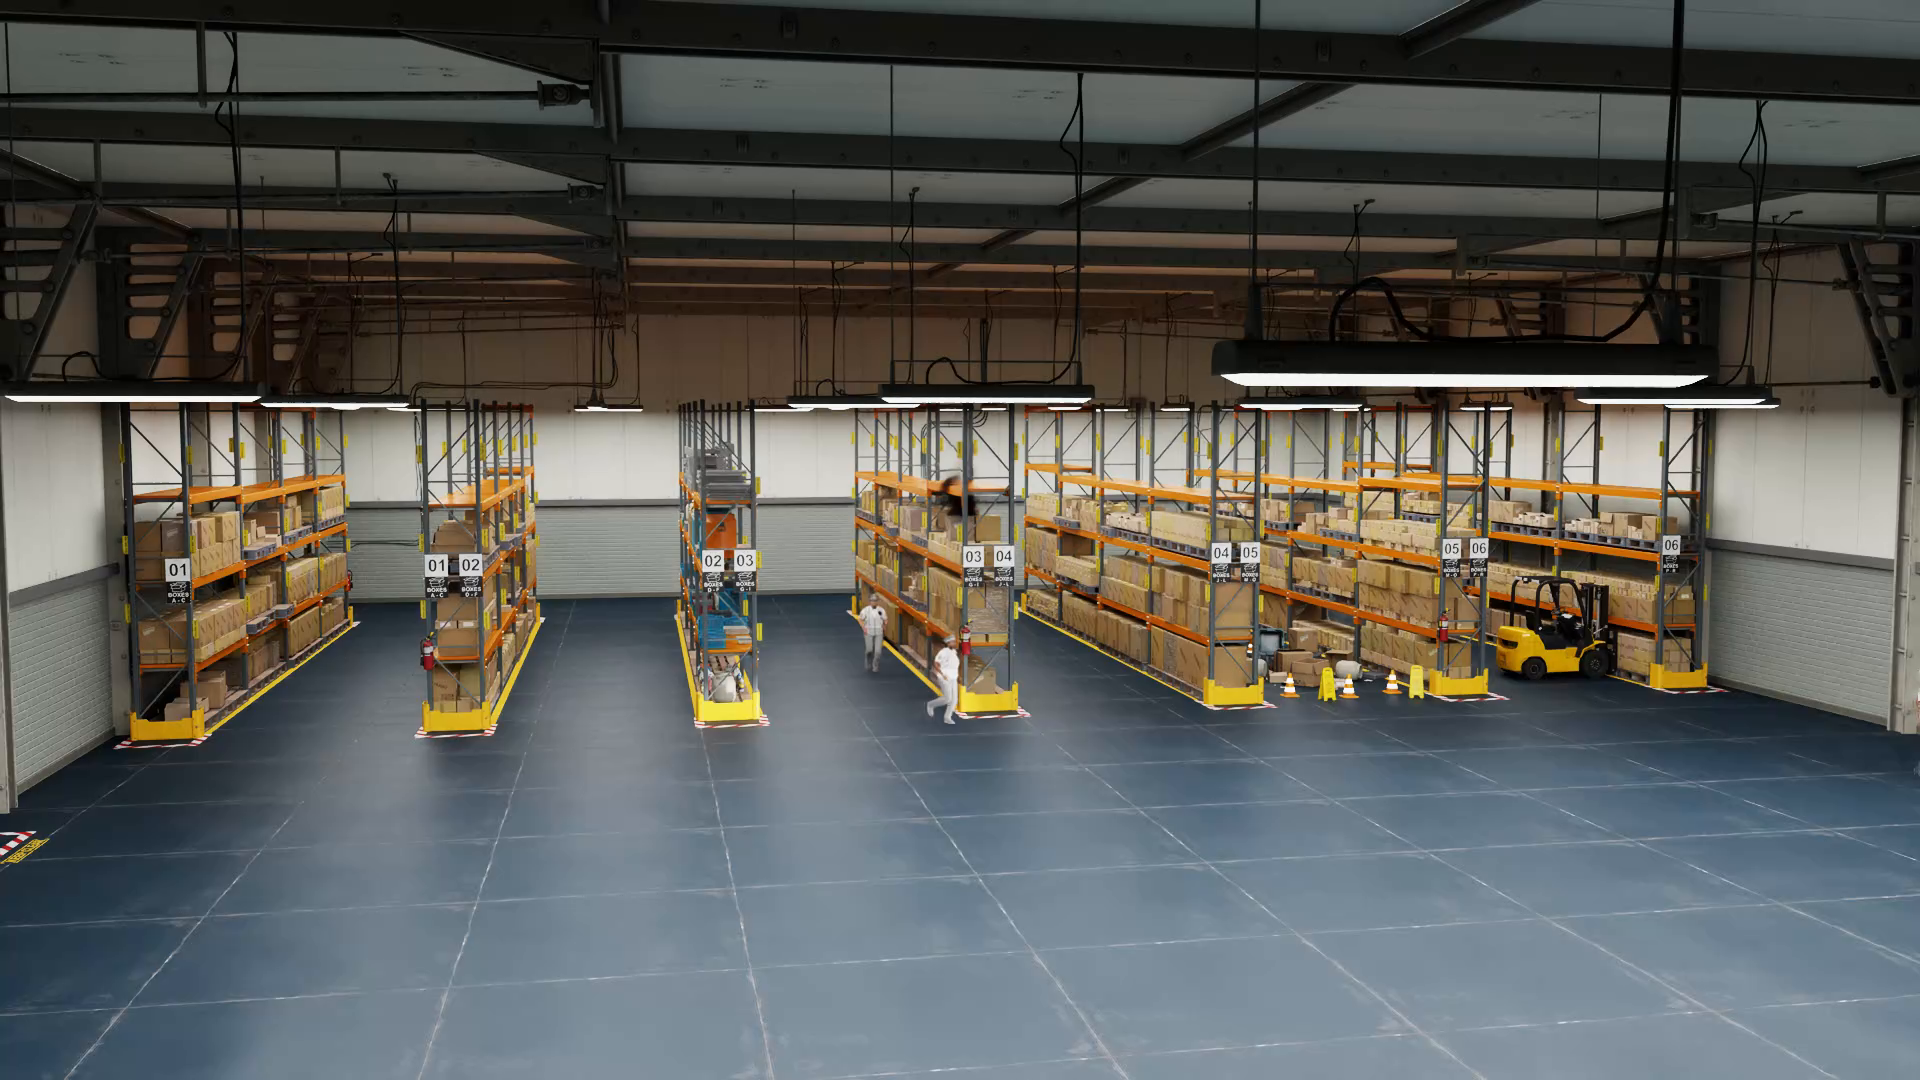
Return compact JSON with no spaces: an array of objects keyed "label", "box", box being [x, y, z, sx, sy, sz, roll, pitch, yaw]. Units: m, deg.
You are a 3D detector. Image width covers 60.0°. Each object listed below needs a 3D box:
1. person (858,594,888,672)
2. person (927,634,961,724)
[{"label":"person","box":[-1.905,2.067,36.899,0.656,1.734,0.612,-1,4,-11]},{"label":"person","box":[-0.212,2.569,30.981,0.666,1.631,0.623,4,6,40]}]
